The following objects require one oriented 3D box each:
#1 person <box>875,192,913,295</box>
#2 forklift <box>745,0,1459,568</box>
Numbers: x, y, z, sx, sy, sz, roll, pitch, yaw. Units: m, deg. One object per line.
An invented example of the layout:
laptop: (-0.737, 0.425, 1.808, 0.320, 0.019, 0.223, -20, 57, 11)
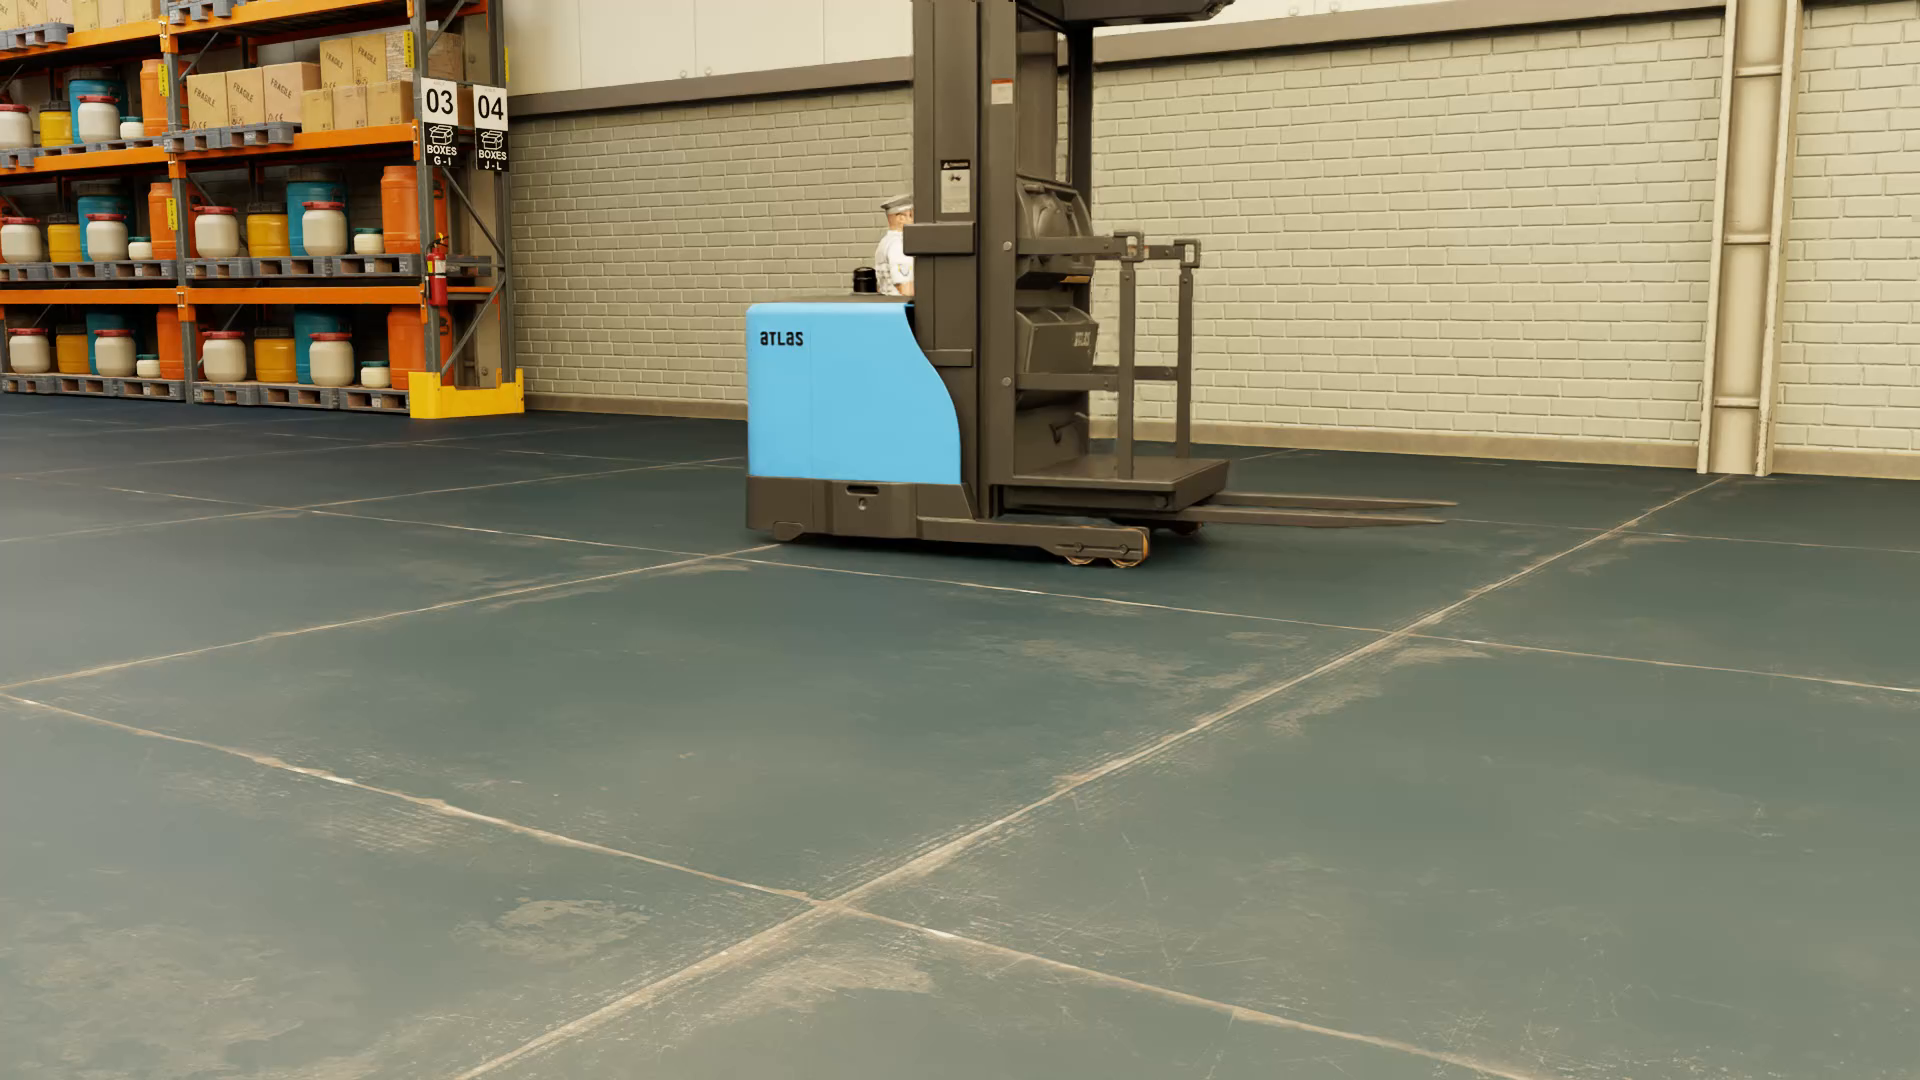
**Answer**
person: (-0.349, -1.322, 10.612, 0.395, 1.773, 0.528, -2, 8, -16)
forklift: (0.605, -1.421, 7.183, 3.031, 2.935, 1.130, 3, 9, 21)
